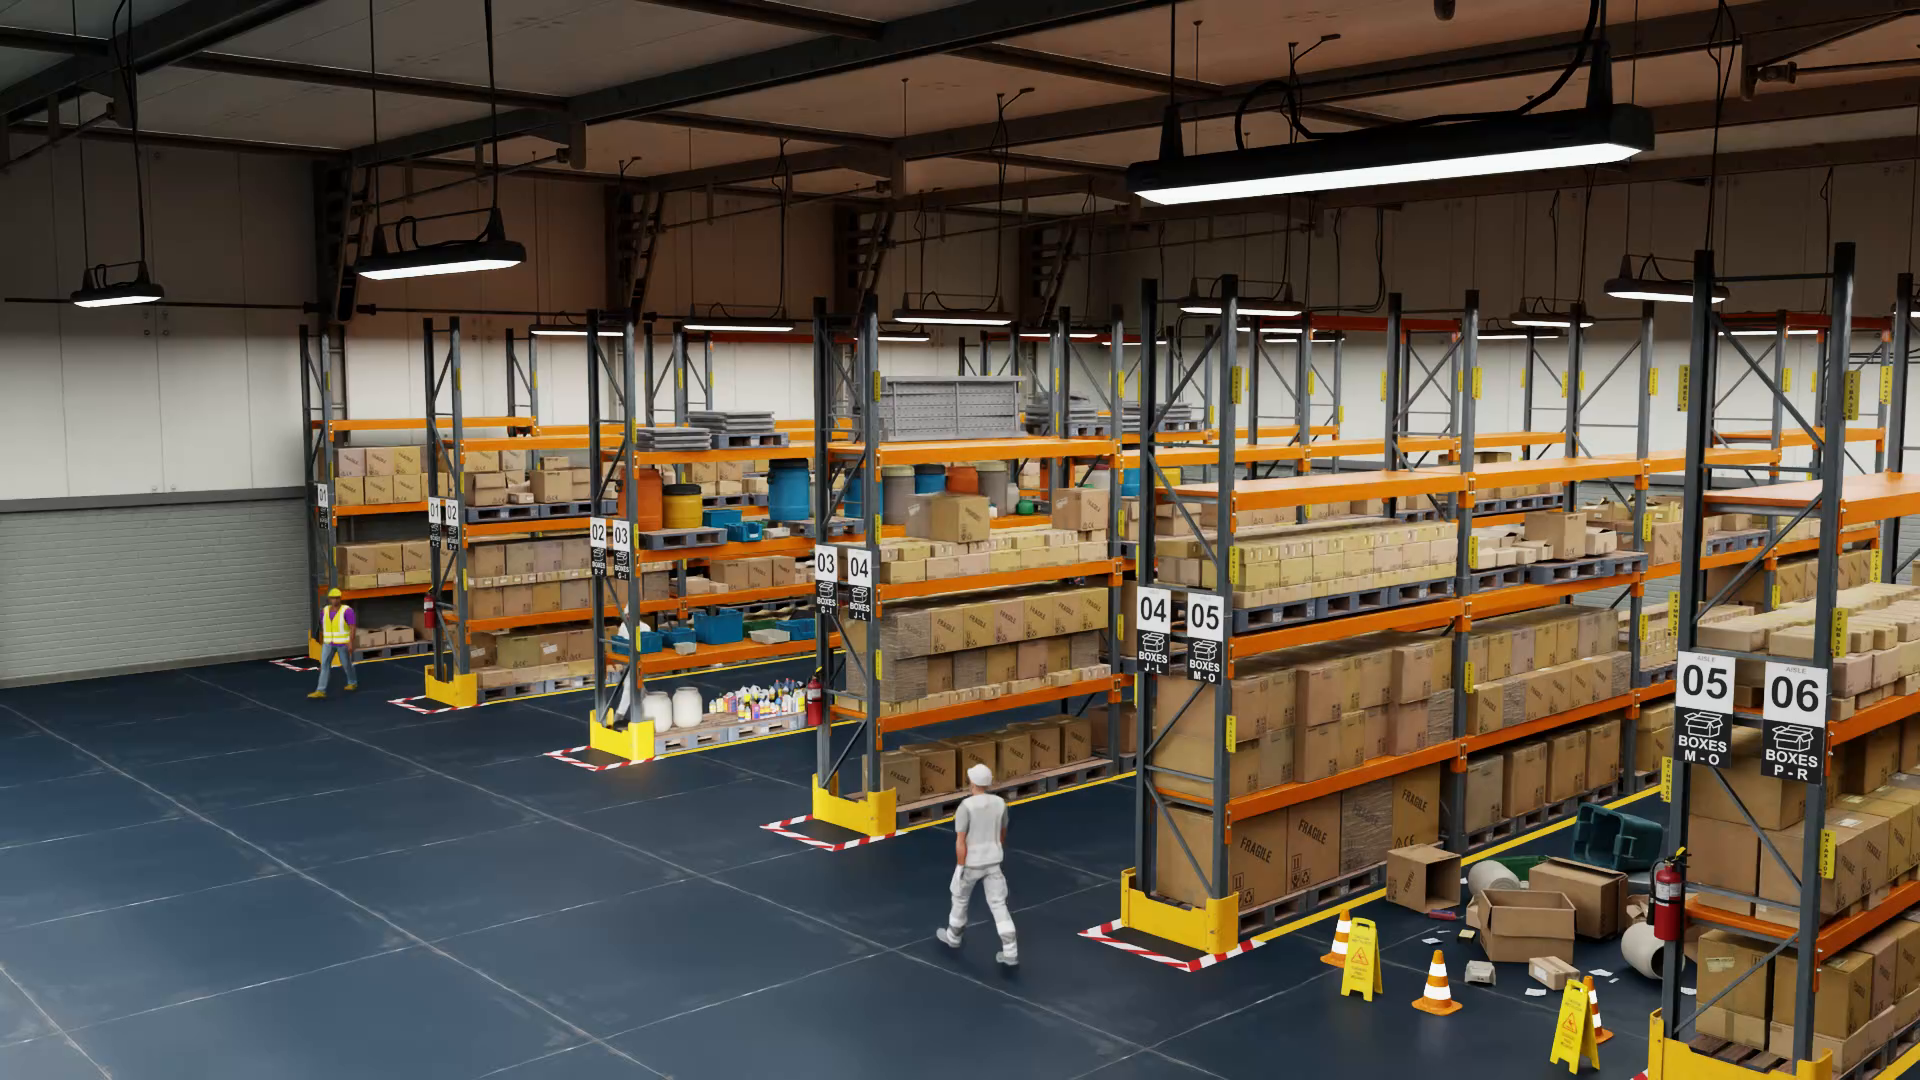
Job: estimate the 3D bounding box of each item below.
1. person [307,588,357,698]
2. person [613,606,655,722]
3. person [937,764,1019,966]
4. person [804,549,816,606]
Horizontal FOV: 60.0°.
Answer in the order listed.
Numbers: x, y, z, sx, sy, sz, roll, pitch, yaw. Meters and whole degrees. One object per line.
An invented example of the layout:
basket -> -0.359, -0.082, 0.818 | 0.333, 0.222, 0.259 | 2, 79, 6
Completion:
person -> -9.911, 1.624, 26.415 | 0.654, 1.707, 1.068 | 1, 6, 11
person -> -4.900, 1.807, 24.684 | 0.584, 1.703, 1.022 | 4, 7, 34
person -> 0.159, 2.821, 14.631 | 0.539, 1.737, 1.092 | -3, 7, -29
person -> -2.951, 0.997, 32.966 | 0.422, 1.673, 0.517 | -5, 8, -43
